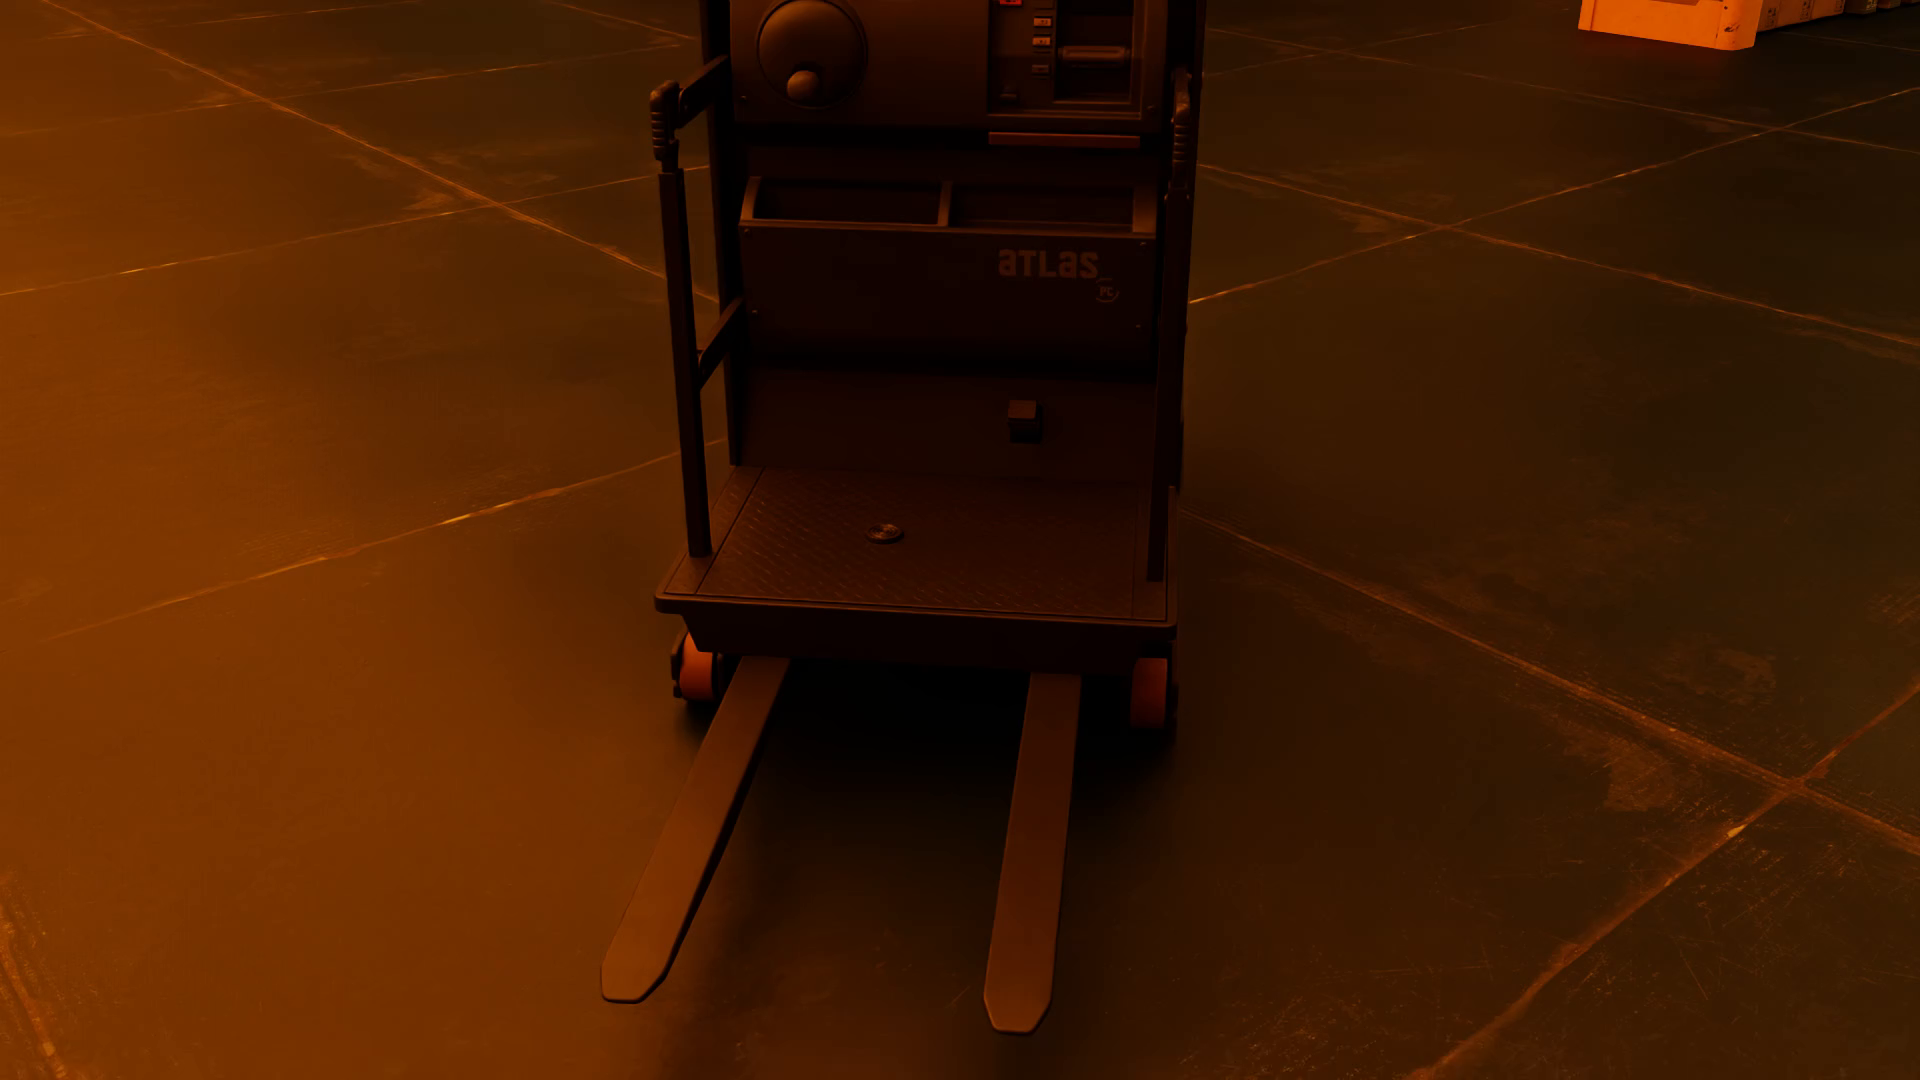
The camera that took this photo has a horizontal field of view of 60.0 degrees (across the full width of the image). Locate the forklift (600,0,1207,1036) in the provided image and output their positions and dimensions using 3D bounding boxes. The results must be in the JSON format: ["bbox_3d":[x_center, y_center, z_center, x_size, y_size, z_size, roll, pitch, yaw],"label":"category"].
[{"bbox_3d":[-0.048,-1.056,3.331,1.130,2.935,3.031,3,27,6],"label":"forklift"}]
